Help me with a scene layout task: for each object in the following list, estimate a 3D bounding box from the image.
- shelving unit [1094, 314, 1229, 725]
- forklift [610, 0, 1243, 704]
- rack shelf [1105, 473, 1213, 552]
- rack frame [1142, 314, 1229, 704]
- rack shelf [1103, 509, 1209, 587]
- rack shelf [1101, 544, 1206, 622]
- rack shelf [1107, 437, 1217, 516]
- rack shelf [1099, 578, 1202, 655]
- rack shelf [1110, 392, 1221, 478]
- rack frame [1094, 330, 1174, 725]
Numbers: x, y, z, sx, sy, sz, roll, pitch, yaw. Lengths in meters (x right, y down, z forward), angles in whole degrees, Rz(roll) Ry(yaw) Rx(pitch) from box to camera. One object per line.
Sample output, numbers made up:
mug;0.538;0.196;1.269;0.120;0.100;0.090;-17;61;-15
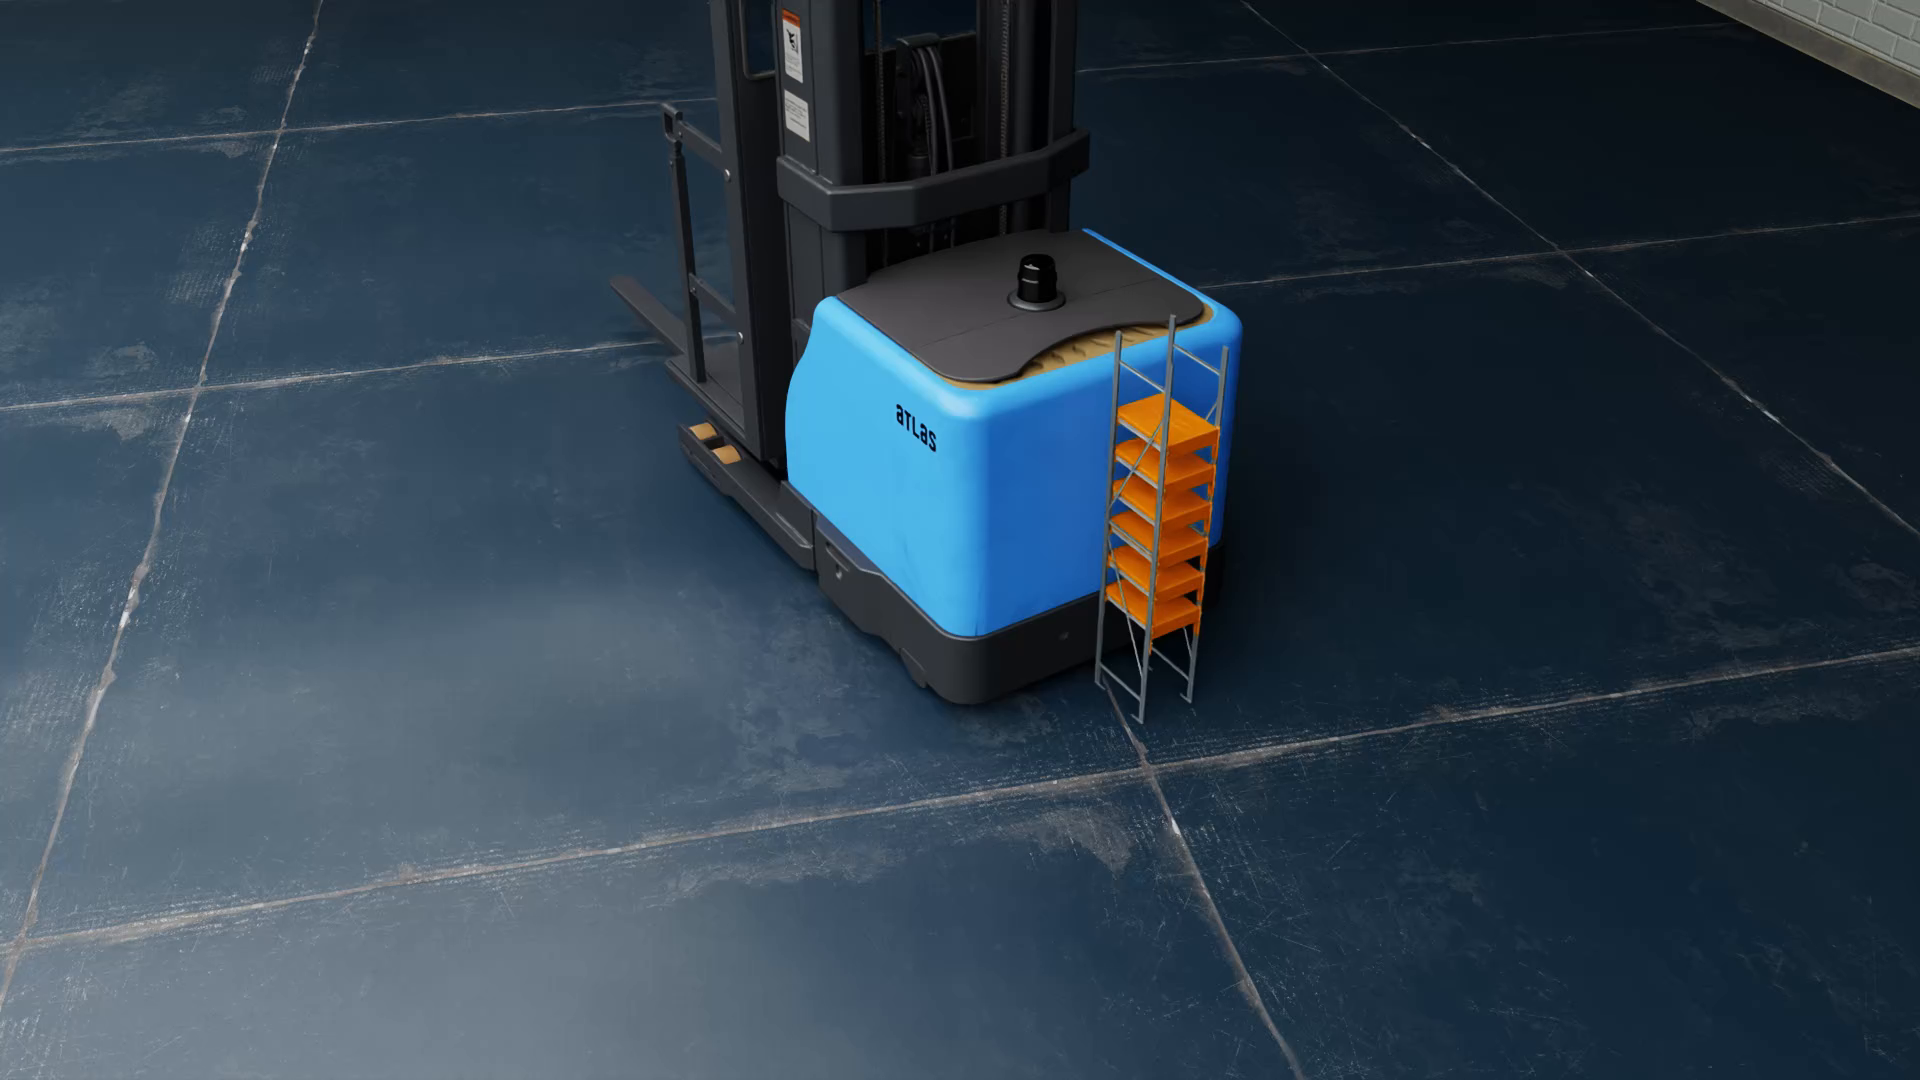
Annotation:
shelving unit;0.557;-0.032;4.719;0.189;1.200;0.258;-20;39;-26
forklift;-0.378;-1.518;5.382;1.130;2.935;3.031;-20;39;-26
rack shelf;0.558;-0.094;4.677;0.180;0.103;0.258;-20;39;-26
rack frame;0.635;-0.059;4.760;0.006;1.200;0.240;-20;39;-26
rack shelf;0.557;0.005;4.744;0.180;0.103;0.258;-20;39;-26
rack shelf;0.557;0.104;4.811;0.180;0.103;0.258;-20;39;-26
rack shelf;0.558;-0.194;4.609;0.180;0.103;0.258;-20;39;-26
rack shelf;0.556;0.204;4.879;0.180;0.103;0.258;-20;39;-26
rack shelf;0.558;-0.293;4.542;0.180;0.103;0.258;-20;39;-26
rack frame;0.480;-0.004;4.678;0.006;1.200;0.240;-20;39;-26
